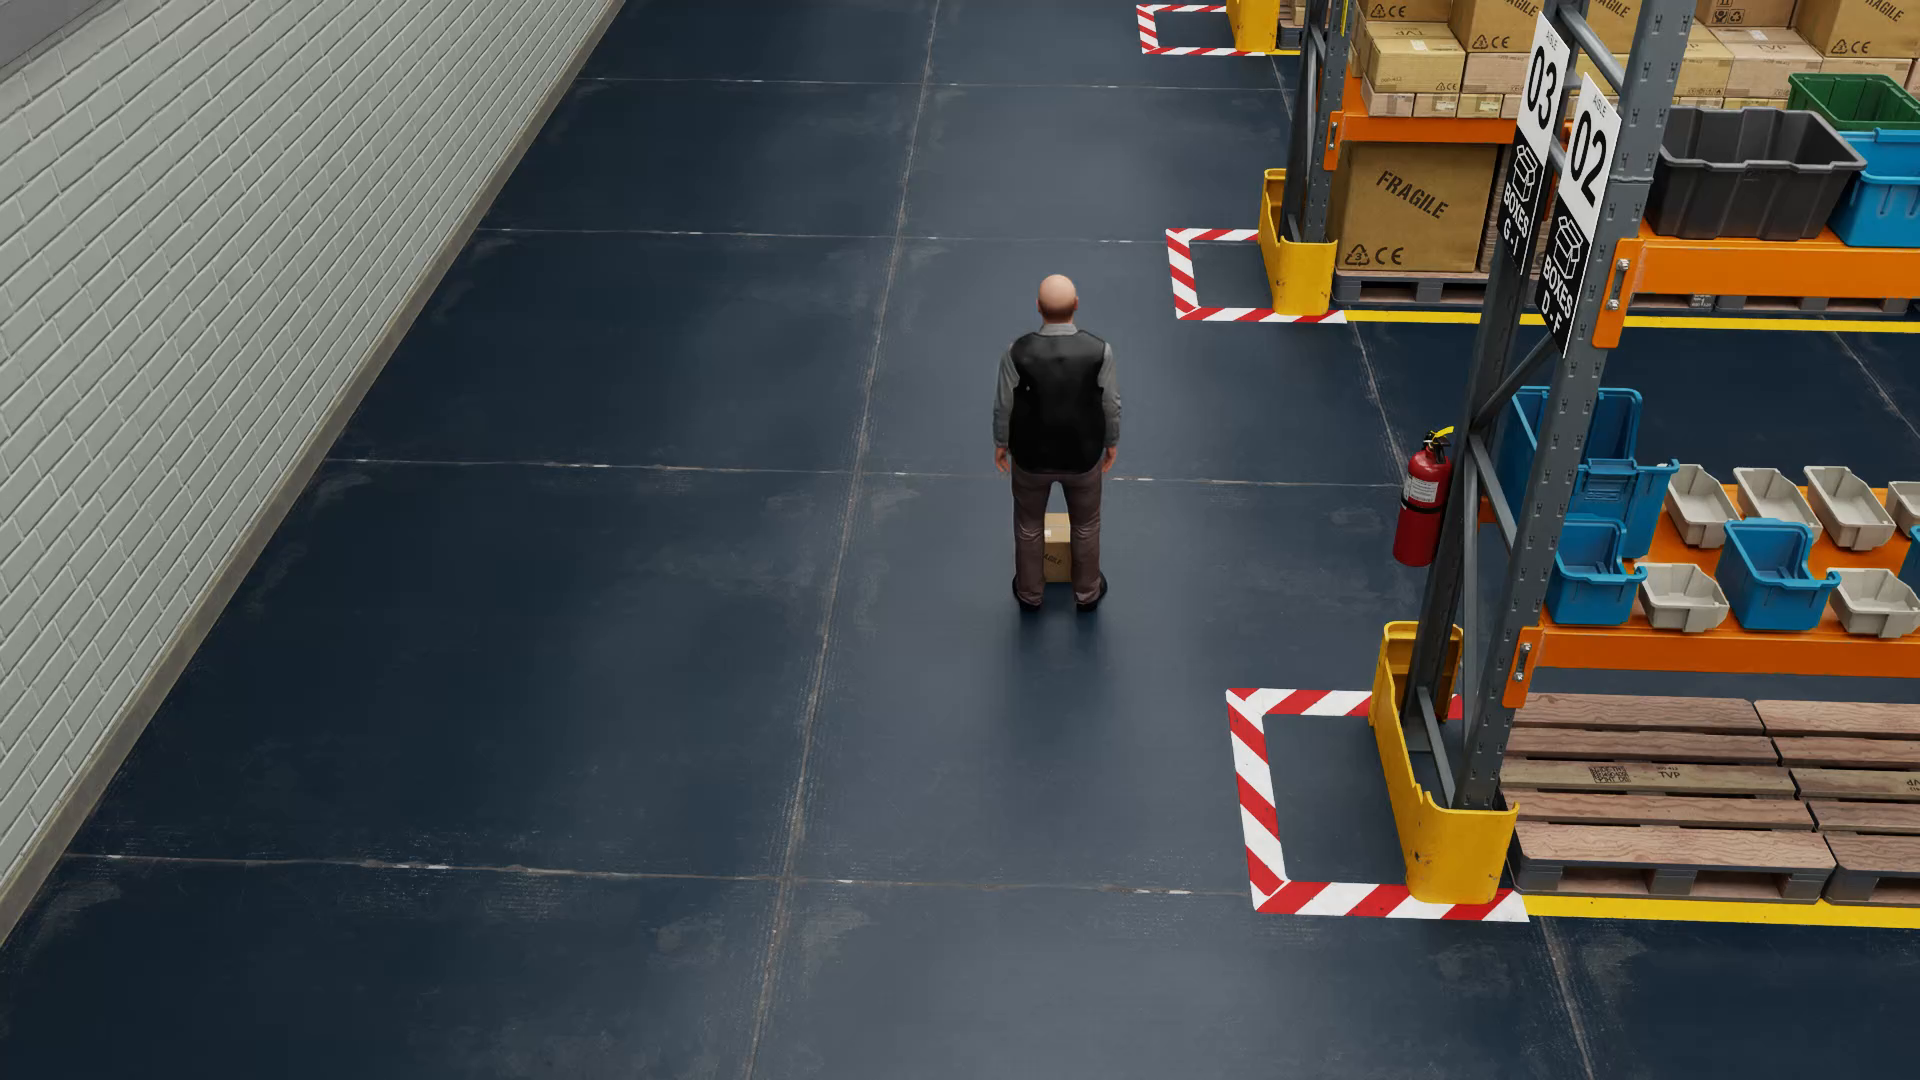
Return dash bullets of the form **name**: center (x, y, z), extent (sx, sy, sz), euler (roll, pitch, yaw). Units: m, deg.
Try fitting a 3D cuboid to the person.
- **person**: center (0.445, -0.399, 7.698), extent (0.587, 1.721, 0.412), euler (1, 35, 1)
